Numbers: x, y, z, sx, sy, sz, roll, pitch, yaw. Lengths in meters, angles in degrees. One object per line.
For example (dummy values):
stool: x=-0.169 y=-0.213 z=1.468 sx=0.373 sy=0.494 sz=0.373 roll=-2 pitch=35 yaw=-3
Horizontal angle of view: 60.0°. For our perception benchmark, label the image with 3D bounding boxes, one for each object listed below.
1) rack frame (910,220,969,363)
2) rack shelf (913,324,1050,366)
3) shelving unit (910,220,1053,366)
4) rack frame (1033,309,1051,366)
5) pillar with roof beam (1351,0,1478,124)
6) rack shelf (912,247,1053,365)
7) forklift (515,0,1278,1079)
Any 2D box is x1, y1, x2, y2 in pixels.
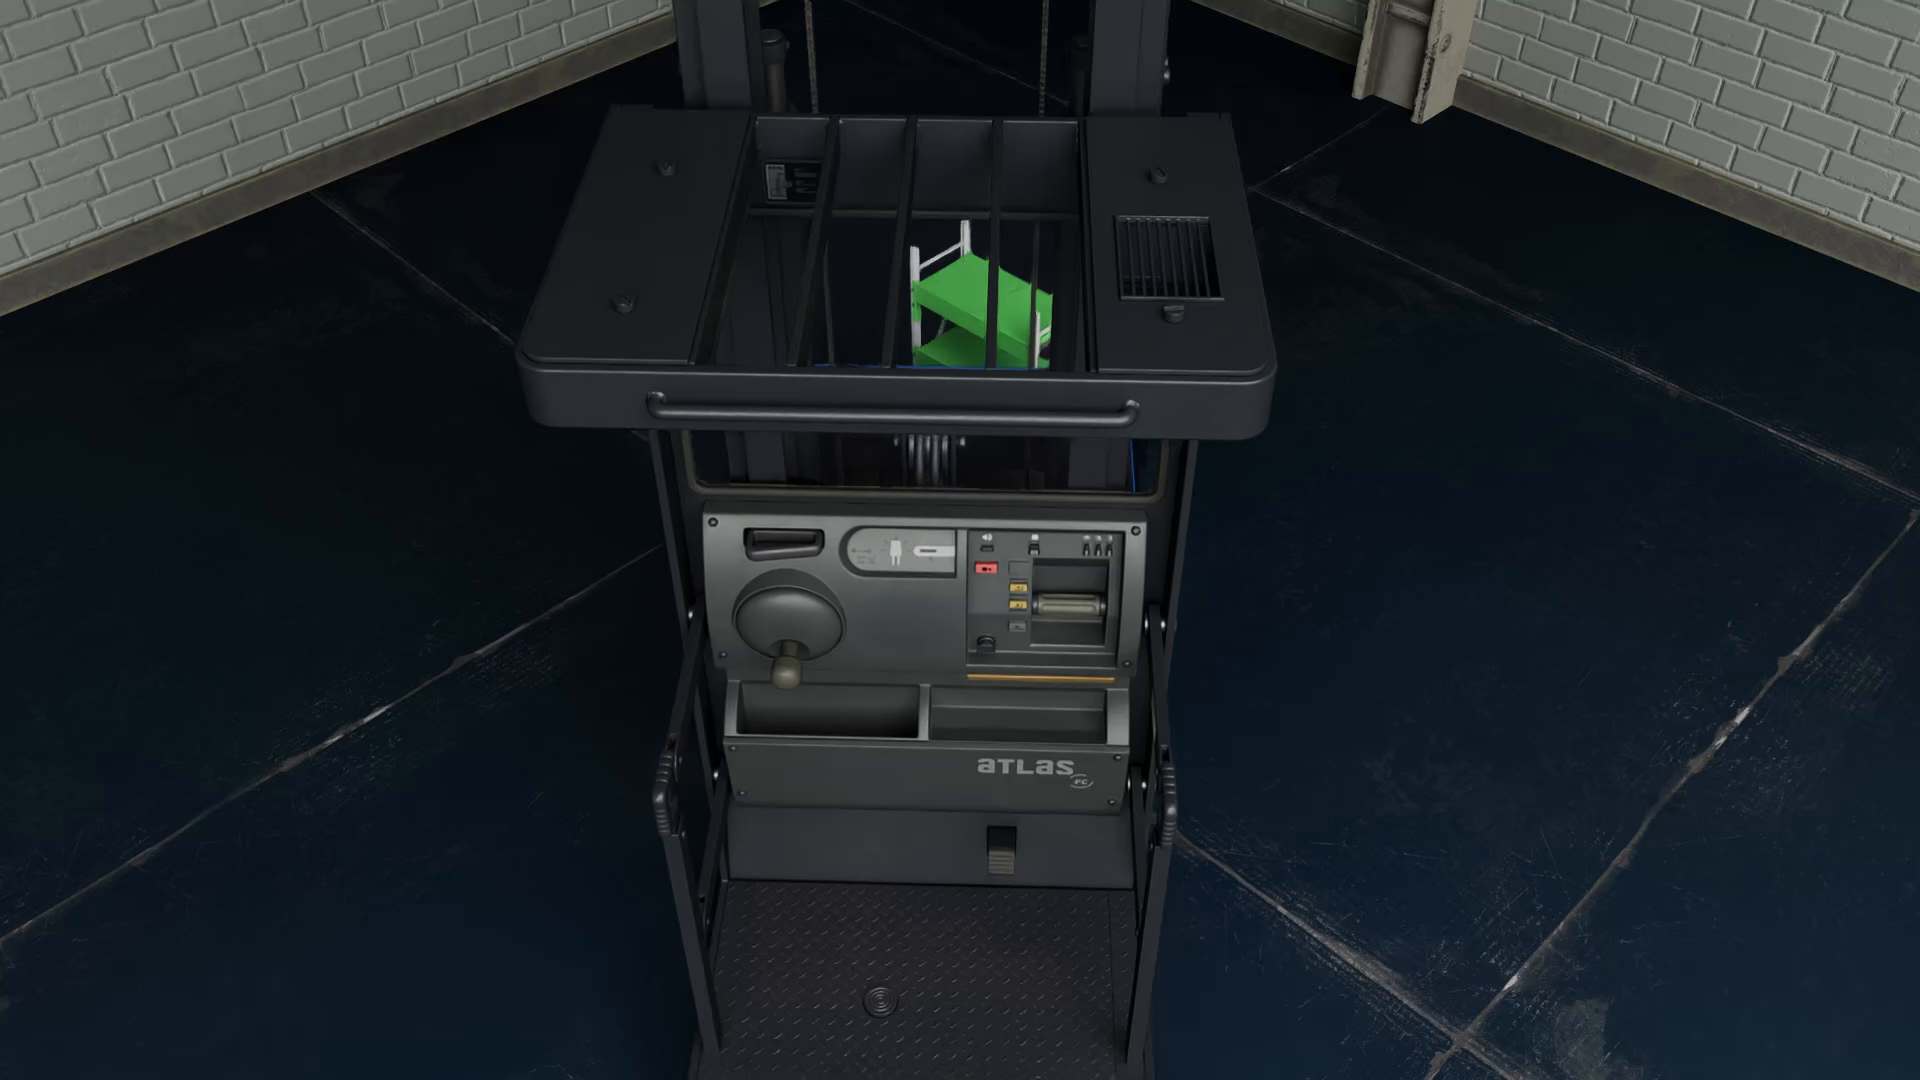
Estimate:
rack frame: x=-0.061 y=-0.485 z=5.391 sx=0.015 sy=1.200 sz=0.240 roll=33 pitch=52 yaw=30
rack shelf: x=0.115 y=-0.500 z=5.147 sx=0.480 sy=0.148 sz=0.258 roll=33 pitch=52 yaw=30
shelving unit: x=0.115 y=-0.371 z=5.267 sx=0.503 sy=1.200 sz=0.258 roll=33 pitch=52 yaw=30
rack frame: x=0.292 y=-0.256 z=5.143 sx=0.015 sy=1.200 sz=0.240 roll=33 pitch=52 yaw=30
pillar with roof beam: x=-0.900 y=-3.380 z=2.777 sx=9.100 sy=9.000 sz=0.400 roll=-34 pitch=53 yaw=-31
rack shelf: x=0.115 y=-0.676 z=4.984 sx=0.480 sy=0.148 sz=0.258 roll=33 pitch=52 yaw=30
forklift: x=-0.081 y=0.210 z=3.363 sx=1.130 sy=2.935 sz=3.031 roll=1 pitch=43 yaw=1
